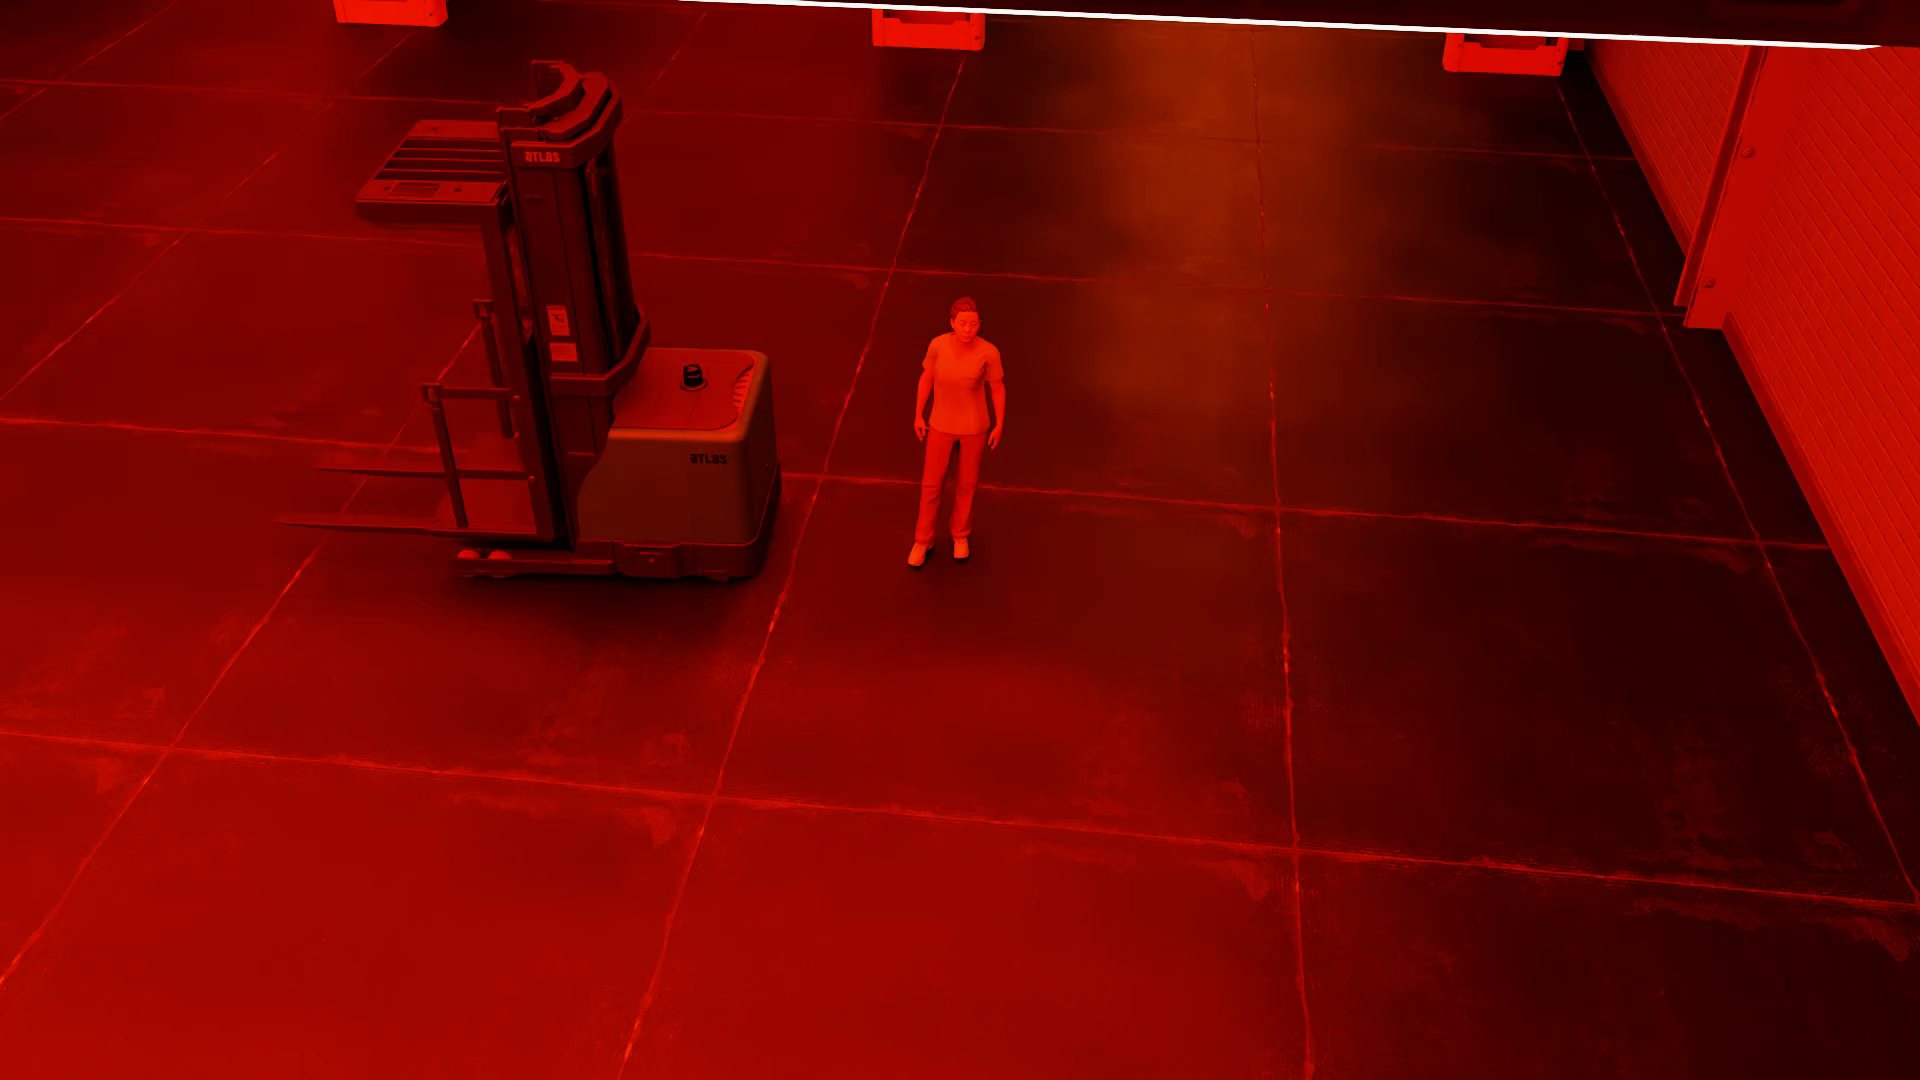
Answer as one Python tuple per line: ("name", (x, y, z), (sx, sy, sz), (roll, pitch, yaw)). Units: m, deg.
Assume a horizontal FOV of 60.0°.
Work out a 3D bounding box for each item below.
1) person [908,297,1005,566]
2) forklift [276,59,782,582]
("person", (-0.020, -0.638, 9.941), (0.555, 1.675, 0.549), (4, 37, 6))
("forklift", (-2.698, -1.257, 9.735), (3.031, 2.935, 1.130), (2, 36, 3))
